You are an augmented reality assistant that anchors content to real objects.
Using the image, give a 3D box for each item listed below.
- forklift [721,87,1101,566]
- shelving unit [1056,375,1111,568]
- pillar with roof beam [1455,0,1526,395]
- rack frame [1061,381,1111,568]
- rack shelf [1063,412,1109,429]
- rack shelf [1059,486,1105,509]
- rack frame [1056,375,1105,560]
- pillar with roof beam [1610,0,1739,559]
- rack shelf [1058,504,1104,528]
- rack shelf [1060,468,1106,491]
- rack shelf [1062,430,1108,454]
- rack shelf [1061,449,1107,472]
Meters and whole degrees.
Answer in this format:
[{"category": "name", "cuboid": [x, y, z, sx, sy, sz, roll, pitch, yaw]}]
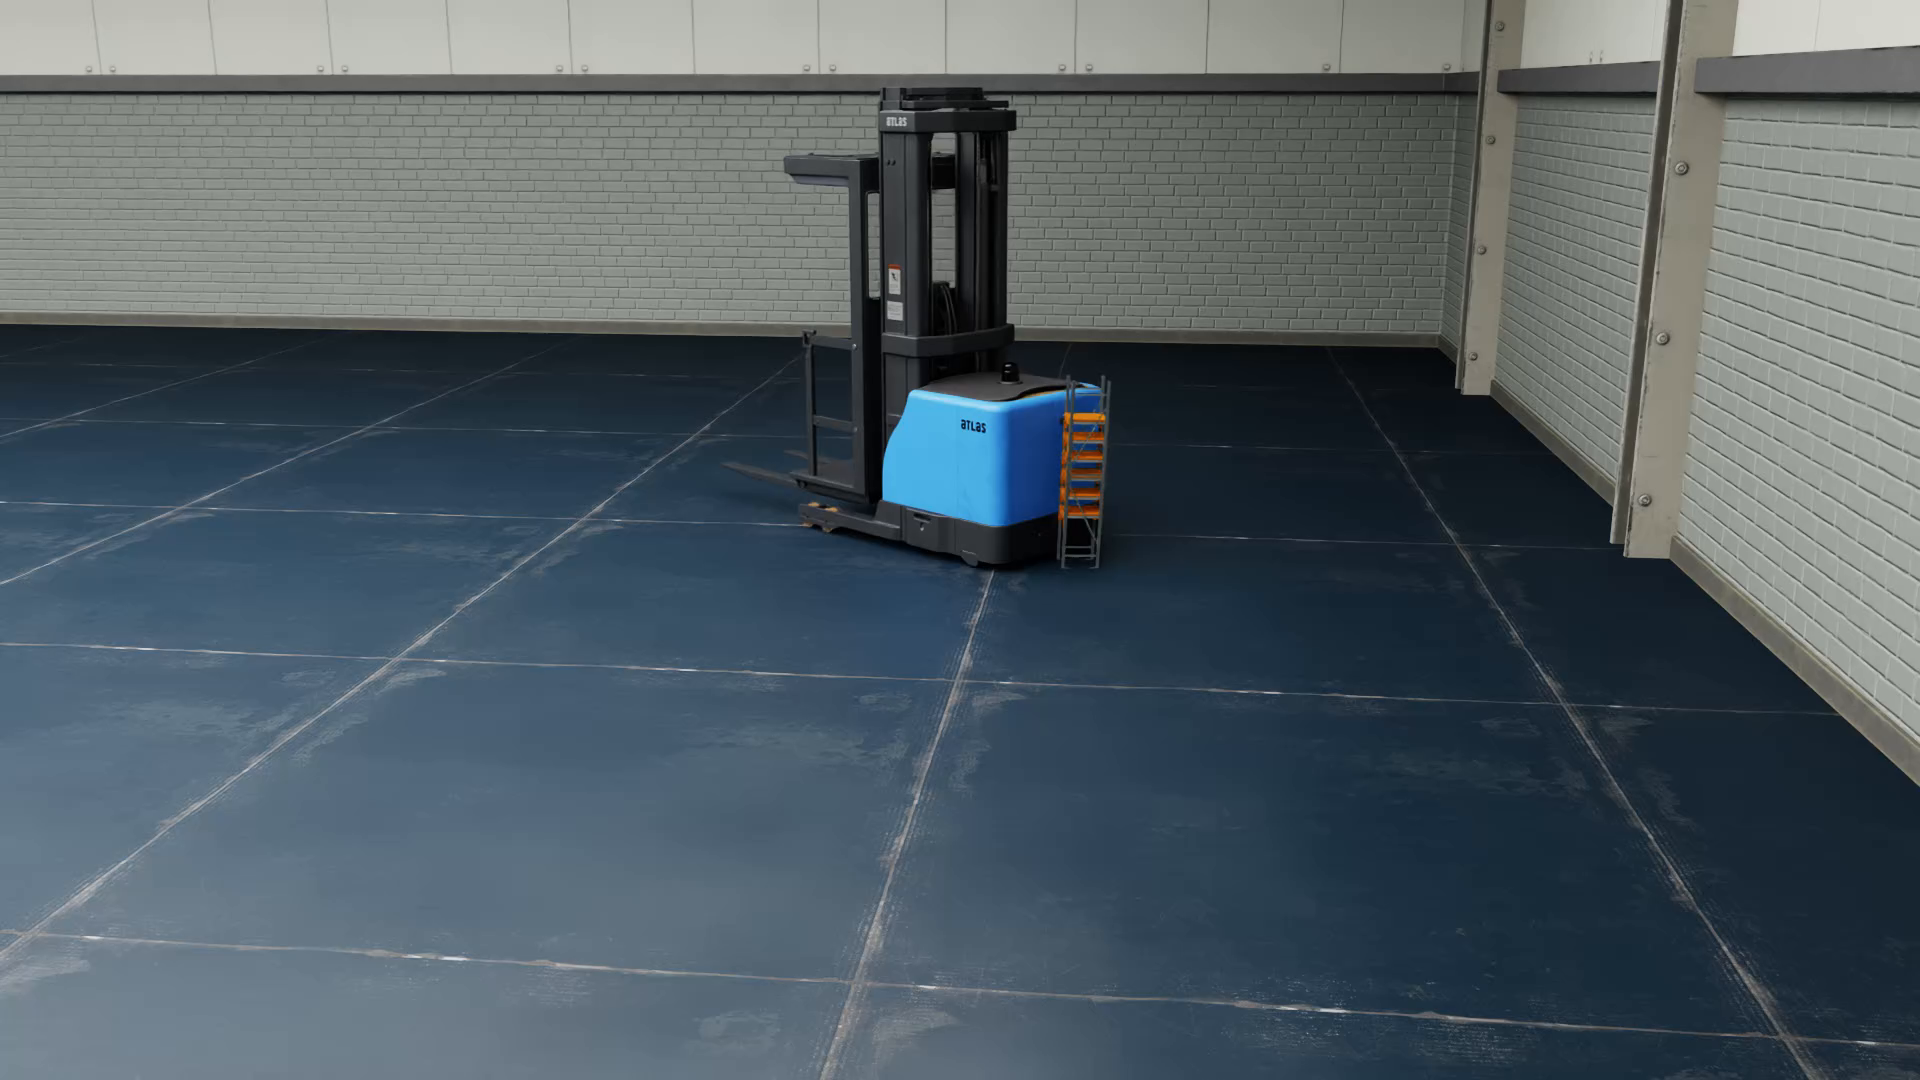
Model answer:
[{"category": "forklift", "cuboid": [-0.476, -1.557, 11.306, 3.031, 2.935, 1.130, 14, 21, 42]}, {"category": "shelving unit", "cuboid": [0.770, -0.422, 10.397, 0.258, 1.200, 0.189, 0, 17, -7]}, {"category": "pillar with roof beam", "cuboid": [0.878, -5.962, 15.972, 9.100, 9.000, 0.400, 2, 15, 6]}, {"category": "rack frame", "cuboid": [0.780, -0.396, 10.310, 0.240, 1.200, 0.006, 0, 17, -7]}, {"category": "rack shelf", "cuboid": [0.782, -0.724, 10.306, 0.258, 0.103, 0.180, 0, 17, -7]}, {"category": "rack shelf", "cuboid": [0.763, -0.265, 10.445, 0.258, 0.103, 0.180, 0, 17, -7]}, {"category": "rack frame", "cuboid": [0.760, -0.449, 10.484, 0.240, 1.200, 0.006, 0, 17, -7]}, {"category": "pillar with roof beam", "cuboid": [0.201, -4.406, 10.217, 9.100, 9.000, 0.400, 2, 15, 6]}, {"category": "rack shelf", "cuboid": [0.759, -0.150, 10.479, 0.258, 0.103, 0.180, 0, 17, -7]}, {"category": "rack shelf", "cuboid": [0.768, -0.380, 10.410, 0.258, 0.103, 0.180, 0, 17, -7]}, {"category": "rack shelf", "cuboid": [0.777, -0.610, 10.341, 0.258, 0.103, 0.180, 0, 17, -7]}, {"category": "rack shelf", "cuboid": [0.773, -0.495, 10.375, 0.258, 0.103, 0.180, 0, 17, -7]}]
